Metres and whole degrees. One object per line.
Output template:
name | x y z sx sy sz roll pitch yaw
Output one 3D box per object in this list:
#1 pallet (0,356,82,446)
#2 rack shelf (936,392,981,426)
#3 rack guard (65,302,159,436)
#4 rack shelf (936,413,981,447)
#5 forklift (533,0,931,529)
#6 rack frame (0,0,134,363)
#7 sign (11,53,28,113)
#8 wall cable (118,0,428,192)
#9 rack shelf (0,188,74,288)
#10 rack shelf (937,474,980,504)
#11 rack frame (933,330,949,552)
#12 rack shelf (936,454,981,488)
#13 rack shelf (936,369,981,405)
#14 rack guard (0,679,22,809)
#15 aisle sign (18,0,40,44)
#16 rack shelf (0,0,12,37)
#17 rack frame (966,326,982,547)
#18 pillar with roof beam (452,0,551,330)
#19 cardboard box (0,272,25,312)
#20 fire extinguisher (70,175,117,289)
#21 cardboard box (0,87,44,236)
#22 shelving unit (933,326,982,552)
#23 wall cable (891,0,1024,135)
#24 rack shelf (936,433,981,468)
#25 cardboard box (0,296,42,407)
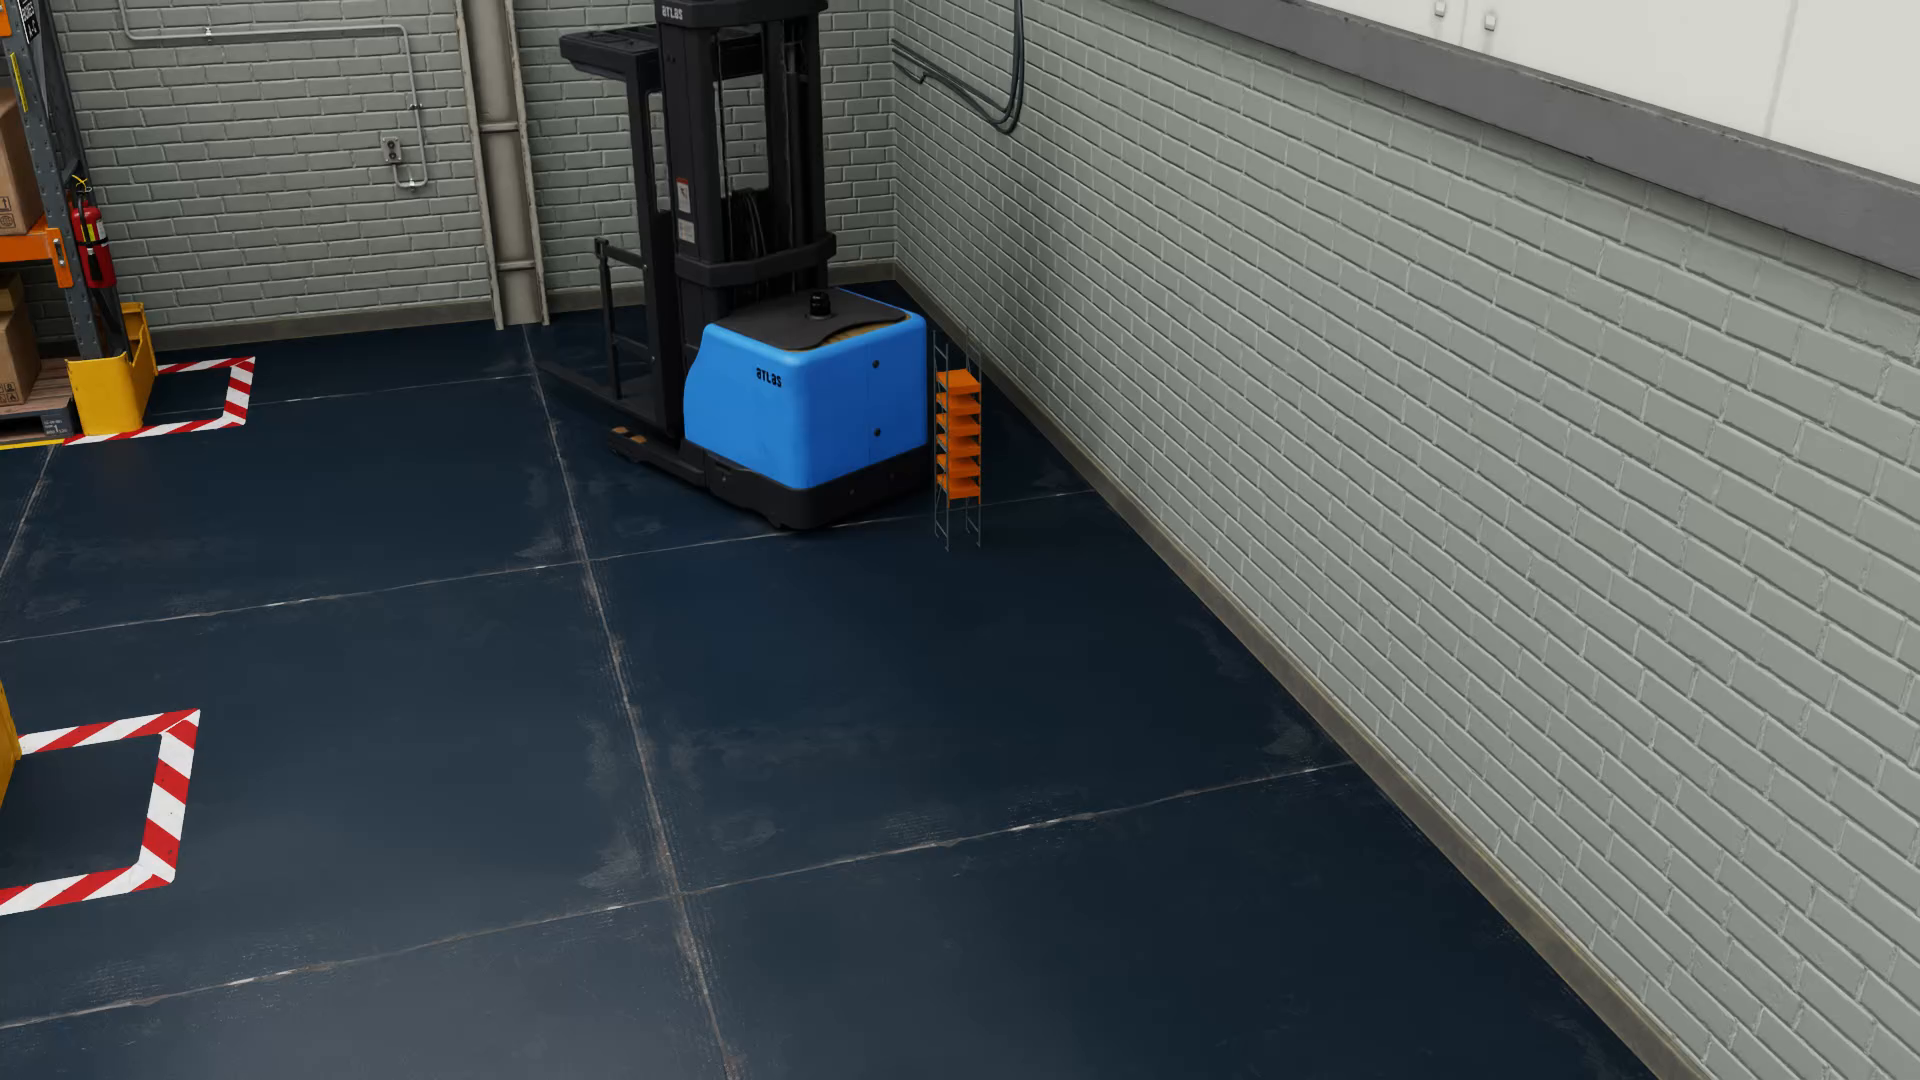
pallet | -6.353 -0.871 10.768 1.213 0.211 1.003 -8 28 -16
rack shelf | -0.014 -0.711 8.892 0.180 0.103 0.258 -8 28 -16
rack guard | -5.594 -1.147 10.999 0.348 0.500 1.175 -8 28 -16
rack shelf | -0.014 -0.603 8.946 0.180 0.103 0.258 -8 28 -16
forklift | -1.563 -1.930 9.842 1.130 2.935 3.031 -24 35 -39
rack frame | -5.617 -2.264 10.436 0.127 3.000 1.000 -8 28 -16
sign | -5.462 -2.657 9.660 0.005 0.325 0.100 -8 28 -16
wall cable | -4.692 -3.295 11.371 1.851 1.984 0.084 -8 28 -16
rack shelf | -7.518 -1.666 10.041 4.000 0.370 1.077 -8 28 -16
rack shelf | -0.014 -0.281 9.106 0.180 0.103 0.258 -8 28 -16
rack frame | -0.101 -0.523 8.954 0.006 1.200 0.240 -8 28 -16
rack shelf | -0.014 -0.388 9.052 0.180 0.103 0.258 -8 28 -16
rack shelf | -0.014 -0.818 8.839 0.180 0.103 0.258 -8 28 -16
rack guard | -4.151 0.960 6.753 0.348 0.500 1.175 -8 28 -16
aisle sign | -5.455 -3.311 9.623 0.004 0.787 0.394 -8 28 -16
rack shelf | -7.518 -3.009 9.374 4.000 0.370 1.077 -8 28 -16
rack frame | 0.073 -0.548 9.005 0.006 1.200 0.240 -8 28 -16
pillar with roof beam | -1.984 -3.868 6.921 0.400 9.000 9.100 -8 28 -16
cardboard box | -6.195 -1.586 10.680 0.250 0.149 0.380 -8 28 -16
fire extinguisher | -5.330 -1.888 10.185 0.183 0.674 0.296 -8 28 -16
cardboard box | -6.099 -2.323 10.219 0.700 0.700 0.980 -7 27 -14
shelving unit | -0.014 -0.535 8.979 0.189 1.200 0.258 -8 28 -16
wall cable | -0.128 -4.188 11.057 0.112 2.526 3.097 -8 28 -16
rack shelf | -0.014 -0.496 8.999 0.180 0.103 0.258 -8 28 -16
cardboard box | -6.251 -1.193 10.619 0.500 0.500 0.700 -8 28 -16
